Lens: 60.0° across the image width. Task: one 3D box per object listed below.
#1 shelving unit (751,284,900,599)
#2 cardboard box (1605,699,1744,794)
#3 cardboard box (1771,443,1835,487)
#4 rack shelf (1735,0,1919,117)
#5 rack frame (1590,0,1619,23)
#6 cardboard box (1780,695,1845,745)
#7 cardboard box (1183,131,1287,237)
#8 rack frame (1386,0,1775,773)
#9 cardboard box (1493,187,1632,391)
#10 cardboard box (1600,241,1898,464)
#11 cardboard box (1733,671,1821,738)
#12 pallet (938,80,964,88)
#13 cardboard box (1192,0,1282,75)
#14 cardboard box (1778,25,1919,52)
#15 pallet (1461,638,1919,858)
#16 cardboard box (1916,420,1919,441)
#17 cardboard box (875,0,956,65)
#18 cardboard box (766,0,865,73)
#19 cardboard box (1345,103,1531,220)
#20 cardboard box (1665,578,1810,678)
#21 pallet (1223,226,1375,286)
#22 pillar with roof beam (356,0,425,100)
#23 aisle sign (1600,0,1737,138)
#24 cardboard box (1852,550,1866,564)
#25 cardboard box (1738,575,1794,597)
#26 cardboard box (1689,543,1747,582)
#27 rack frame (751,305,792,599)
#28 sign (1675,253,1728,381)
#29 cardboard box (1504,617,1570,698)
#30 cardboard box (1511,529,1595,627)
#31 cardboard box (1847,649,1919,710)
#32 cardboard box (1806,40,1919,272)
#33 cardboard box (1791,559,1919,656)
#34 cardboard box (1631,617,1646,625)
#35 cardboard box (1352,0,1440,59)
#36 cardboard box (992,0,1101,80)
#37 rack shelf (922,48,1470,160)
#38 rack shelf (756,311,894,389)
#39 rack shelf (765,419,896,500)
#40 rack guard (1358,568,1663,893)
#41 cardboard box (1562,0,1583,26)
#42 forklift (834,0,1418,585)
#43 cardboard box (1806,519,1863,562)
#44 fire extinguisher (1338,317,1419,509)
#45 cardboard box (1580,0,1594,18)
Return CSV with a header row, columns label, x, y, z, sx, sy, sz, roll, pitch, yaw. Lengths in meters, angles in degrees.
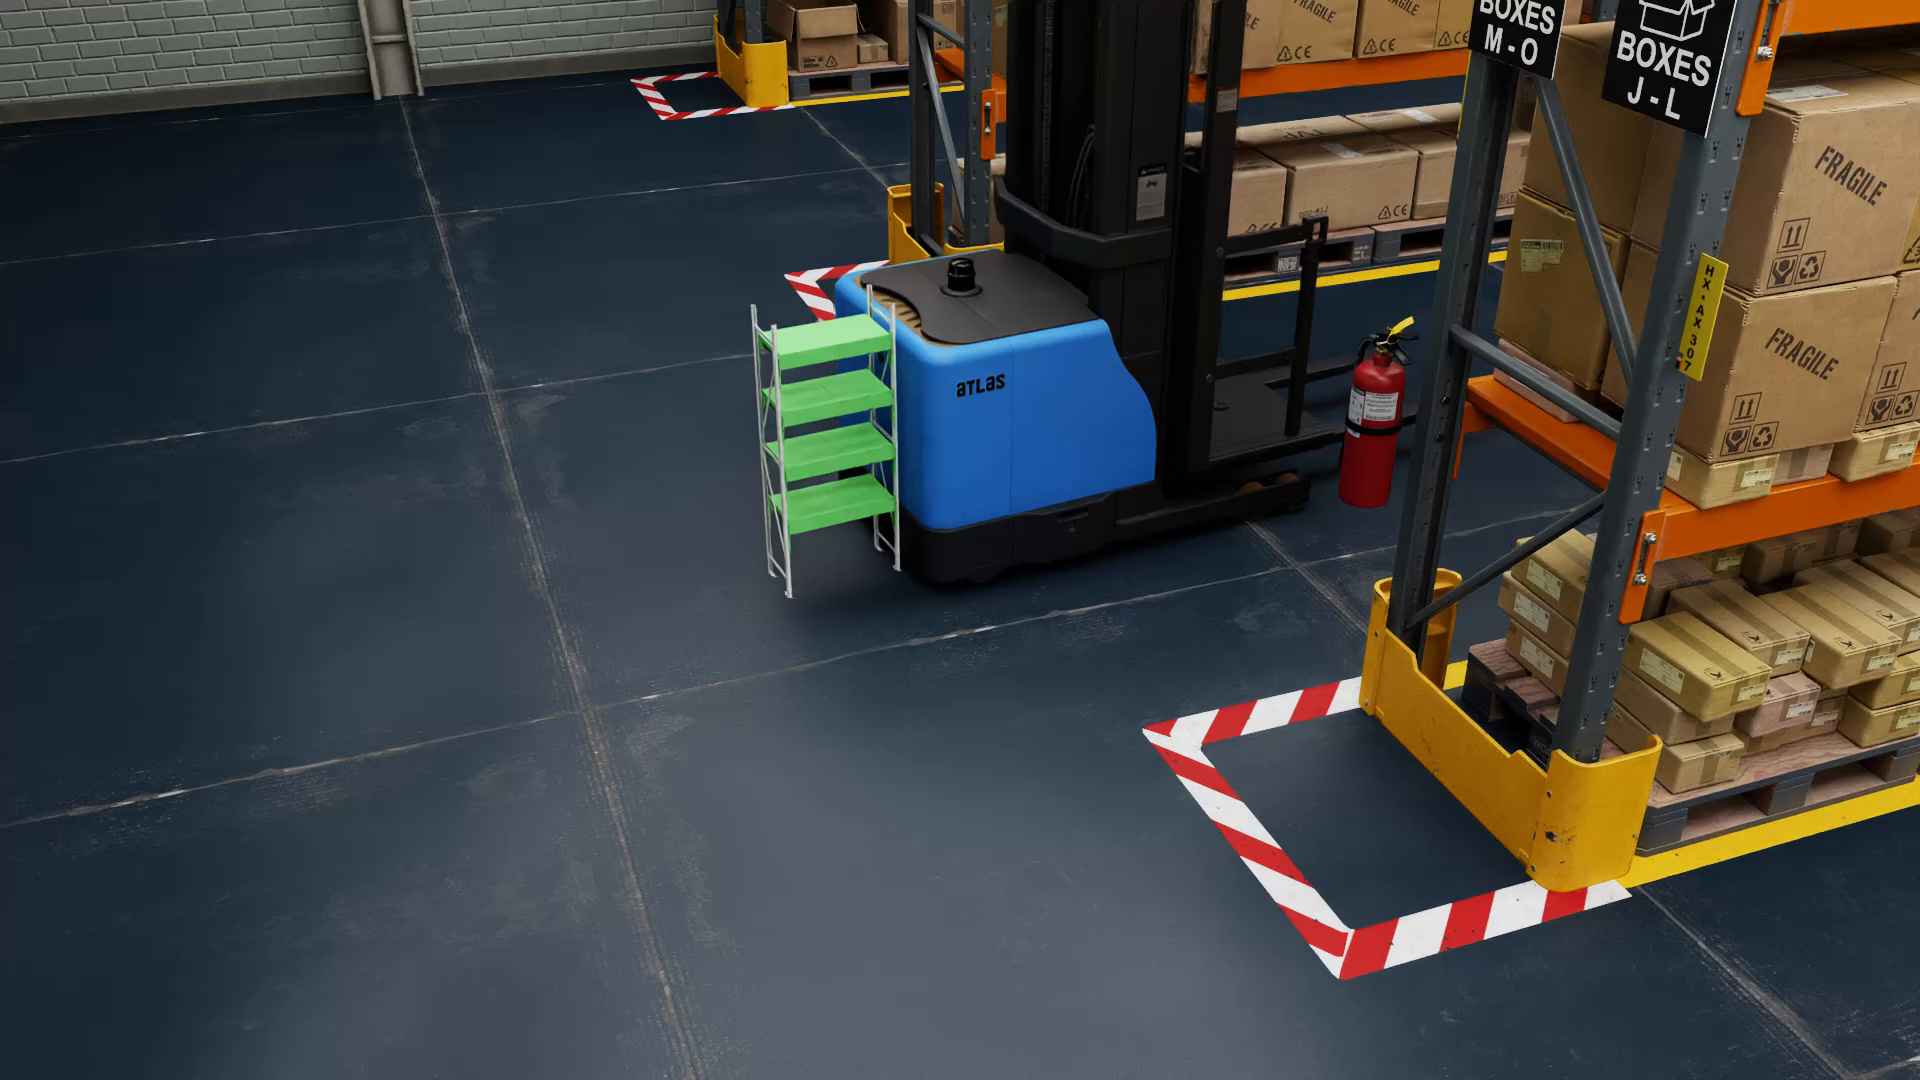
label,x,y,z,sx,sy,sz,roll,pitch,yaw
shelving unit,-0.530,-0.387,6.717,0.503,1.200,0.258,-14,32,-23
cardboard box,2.359,0.654,5.528,0.250,0.149,0.380,-10,31,-17
cardboard box,2.399,-0.319,5.033,0.250,0.149,0.380,-9,31,-16
rack shelf,3.631,-1.797,5.070,4.000,0.370,1.077,-10,31,-18
rack frame,3.685,-3.430,10.241,0.127,3.000,1.000,-10,31,-18
cardboard box,2.807,0.524,5.755,0.250,0.149,0.380,-10,31,-17
cardboard box,1.375,-2.131,10.125,0.875,0.438,0.875,-10,31,-16
rack frame,1.757,-0.461,5.028,0.127,3.000,1.000,-10,31,-18
cardboard box,2.088,-0.830,5.276,0.500,0.500,0.500,-10,31,-17
cardboard box,2.274,-0.583,4.841,0.500,0.500,0.500,-9,31,-15
cardboard box,2.614,0.474,5.543,0.250,0.149,0.380,-11,31,-18
pallet,0.161,-4.190,14.392,1.213,0.211,1.003,-10,31,-18
cardboard box,1.433,-2.913,9.231,0.500,0.500,0.500,-11,31,-18
cardboard box,2.574,-1.350,5.177,0.500,0.500,0.500,-12,32,-19
pallet,2.602,0.614,5.959,1.213,0.211,1.003,-10,31,-18
cardboard box,2.865,-0.448,5.261,0.250,0.149,0.380,-9,31,-15
cardboard box,-0.377,-4.330,13.920,0.500,0.500,0.700,-9,31,-16
cardboard box,-1.192,-4.201,13.692,0.637,0.503,0.797,-12,32,-20
cardboard box,3.059,-2.441,10.668,0.875,0.438,0.875,-11,31,-18
cardboard box,2.583,0.301,5.546,0.250,0.149,0.380,-10,31,-17
pallet,1.800,-1.911,10.391,1.213,0.211,1.003,-10,31,-18
pillar with roof beam,-3.139,-5.604,7.996,0.400,9.000,9.100,-10,31,-18
aisle sign,1.793,-1.438,4.119,0.004,0.787,0.394,-10,31,-18
cardboard box,3.366,0.021,6.338,0.250,0.149,0.380,-9,31,-15
cardboard box,2.926,0.154,6.105,0.250,0.149,0.380,-11,31,-18
cardboard box,2.619,0.008,6.061,0.250,0.149,0.380,-11,32,-19
rack frame,-0.749,-0.333,6.623,0.015,1.200,0.240,-14,32,-23
sign,1.946,-0.585,4.372,0.005,0.325,0.100,-10,31,-18
cardboard box,2.177,0.408,5.960,0.250,0.149,0.380,-10,31,-17
cardboard box,2.165,0.128,5.850,0.250,0.149,0.380,-10,31,-17
cardboard box,3.091,0.397,5.679,0.250,0.149,0.380,-9,31,-16
cardboard box,2.741,-1.112,4.760,0.500,0.500,0.500,-10,31,-16
cardboard box,3.067,0.236,5.661,0.250,0.149,0.380,-12,32,-20
cardboard box,2.416,0.223,5.984,0.250,0.149,0.380,-11,32,-19
cardboard box,2.393,-3.090,9.543,0.500,0.500,0.500,-11,31,-18
cardboard box,0.486,-2.733,8.916,0.500,0.500,0.500,-11,31,-18
rack shelf,1.810,-2.772,9.813,4.000,0.370,1.077,-10,31,-18
rack shelf,-0.530,-0.748,6.511,0.480,0.148,0.258,-14,32,-23
rack shelf,-0.530,-0.331,6.749,0.480,0.148,0.258,-14,32,-23
rack guard,1.828,0.612,5.670,0.348,0.500,1.175,-10,31,-18
cardboard box,3.339,-3.275,9.867,0.500,0.500,0.500,-10,31,-17
forklift,1.006,-1.582,7.066,3.031,2.935,1.130,-14,32,-23
cardboard box,3.116,-0.080,6.215,0.250,0.149,0.380,-9,31,-16
fire extinguisher,1.360,-0.436,5.439,0.183,0.674,0.296,-10,31,-18
cardboard box,4.189,-3.319,10.196,0.500,0.250,0.500,-11,32,-19
